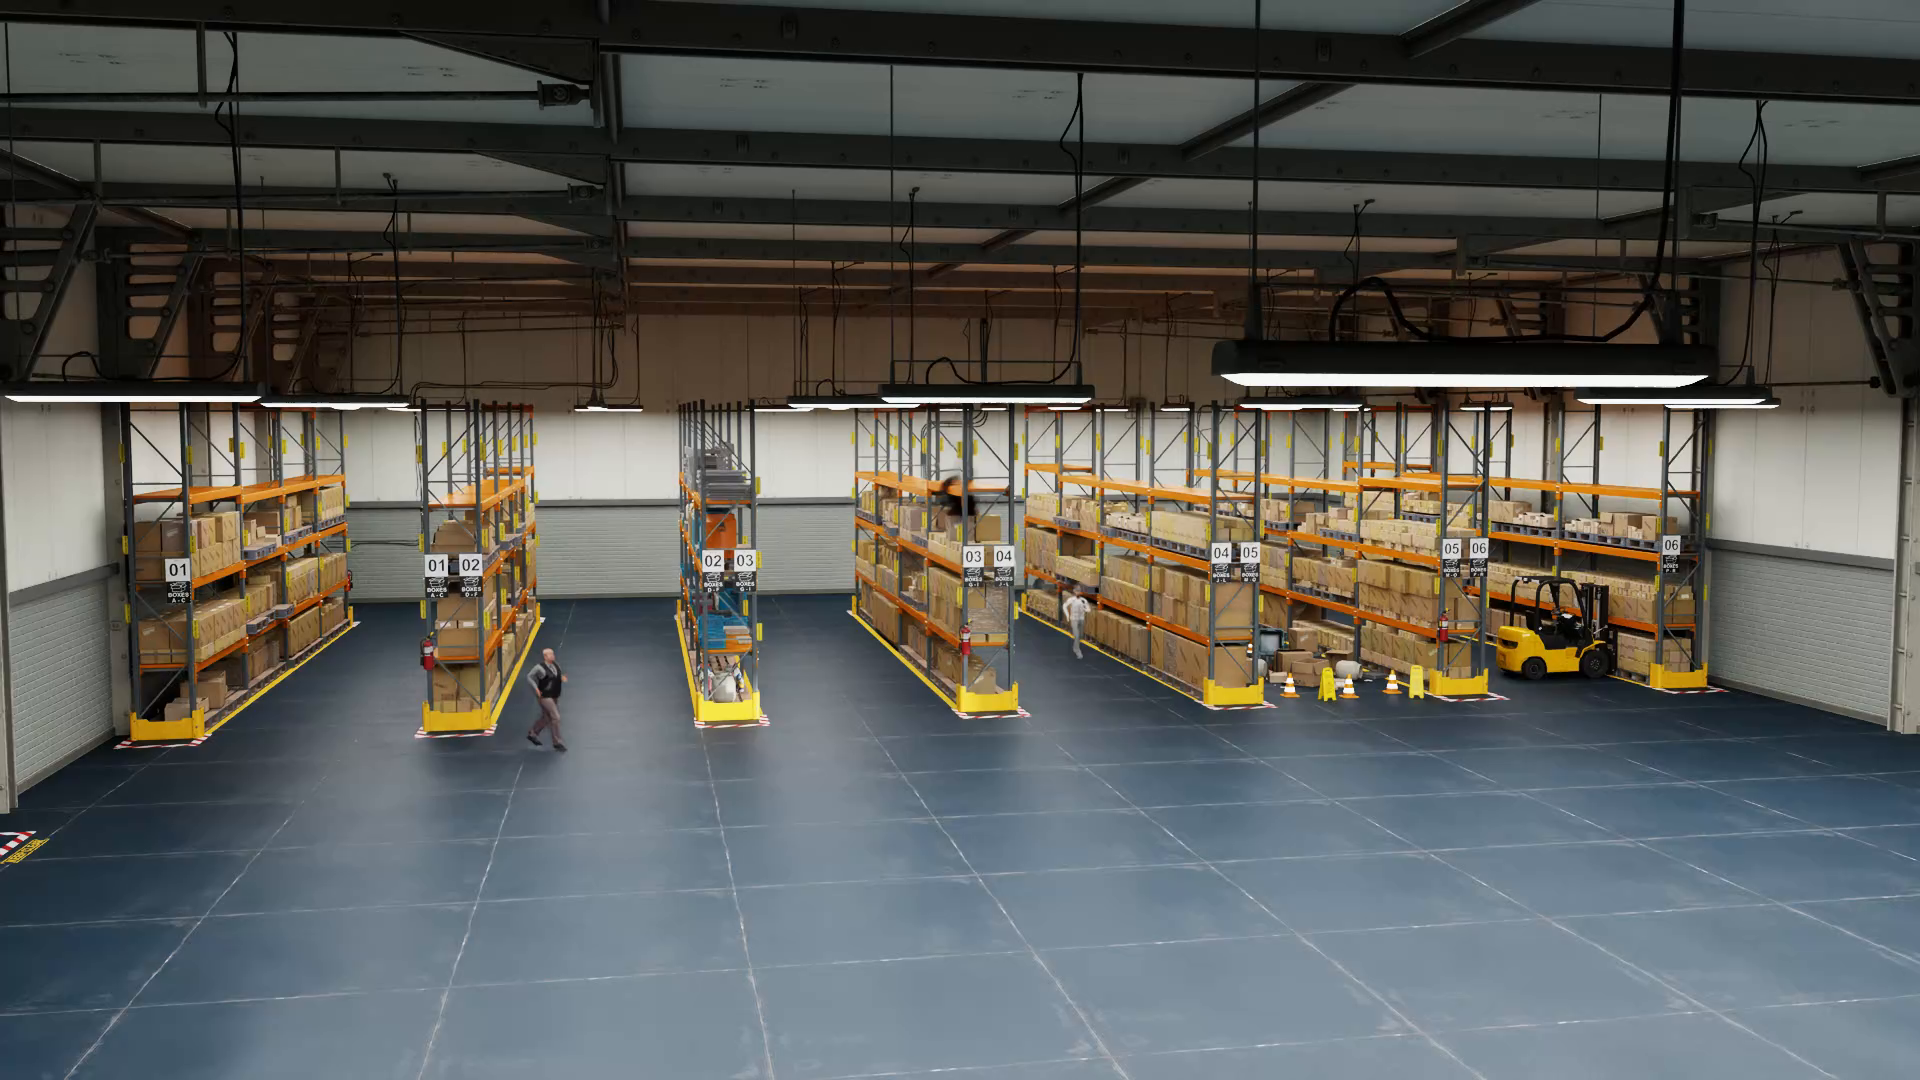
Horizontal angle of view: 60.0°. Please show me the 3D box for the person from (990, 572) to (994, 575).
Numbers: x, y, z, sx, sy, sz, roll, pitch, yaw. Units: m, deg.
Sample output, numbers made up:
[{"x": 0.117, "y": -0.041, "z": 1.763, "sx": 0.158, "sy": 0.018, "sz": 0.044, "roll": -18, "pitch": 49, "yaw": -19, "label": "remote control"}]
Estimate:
[{"x": 1.032, "y": 1.151, "z": 48.961, "sx": 0.695, "sy": 1.714, "sz": 0.686, "roll": 4, "pitch": 6, "yaw": 40, "label": "person"}]

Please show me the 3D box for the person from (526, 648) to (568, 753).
[{"x": -7.031, "y": 2.722, "z": 28.394, "sx": 0.858, "sy": 1.766, "sz": 0.636, "roll": 2, "pitch": 5, "yaw": 20, "label": "person"}]

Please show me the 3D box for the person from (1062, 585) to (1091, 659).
[{"x": 2.772, "y": 1.901, "z": 39.171, "sx": 0.611, "sy": 1.682, "sz": 0.921, "roll": -1, "pitch": 4, "yaw": -16, "label": "person"}]

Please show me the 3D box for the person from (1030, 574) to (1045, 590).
[{"x": 2.422, "y": 1.120, "z": 49.986, "sx": 0.803, "sy": 1.714, "sz": 0.755, "roll": 1, "pitch": 4, "yaw": 15, "label": "person"}]
